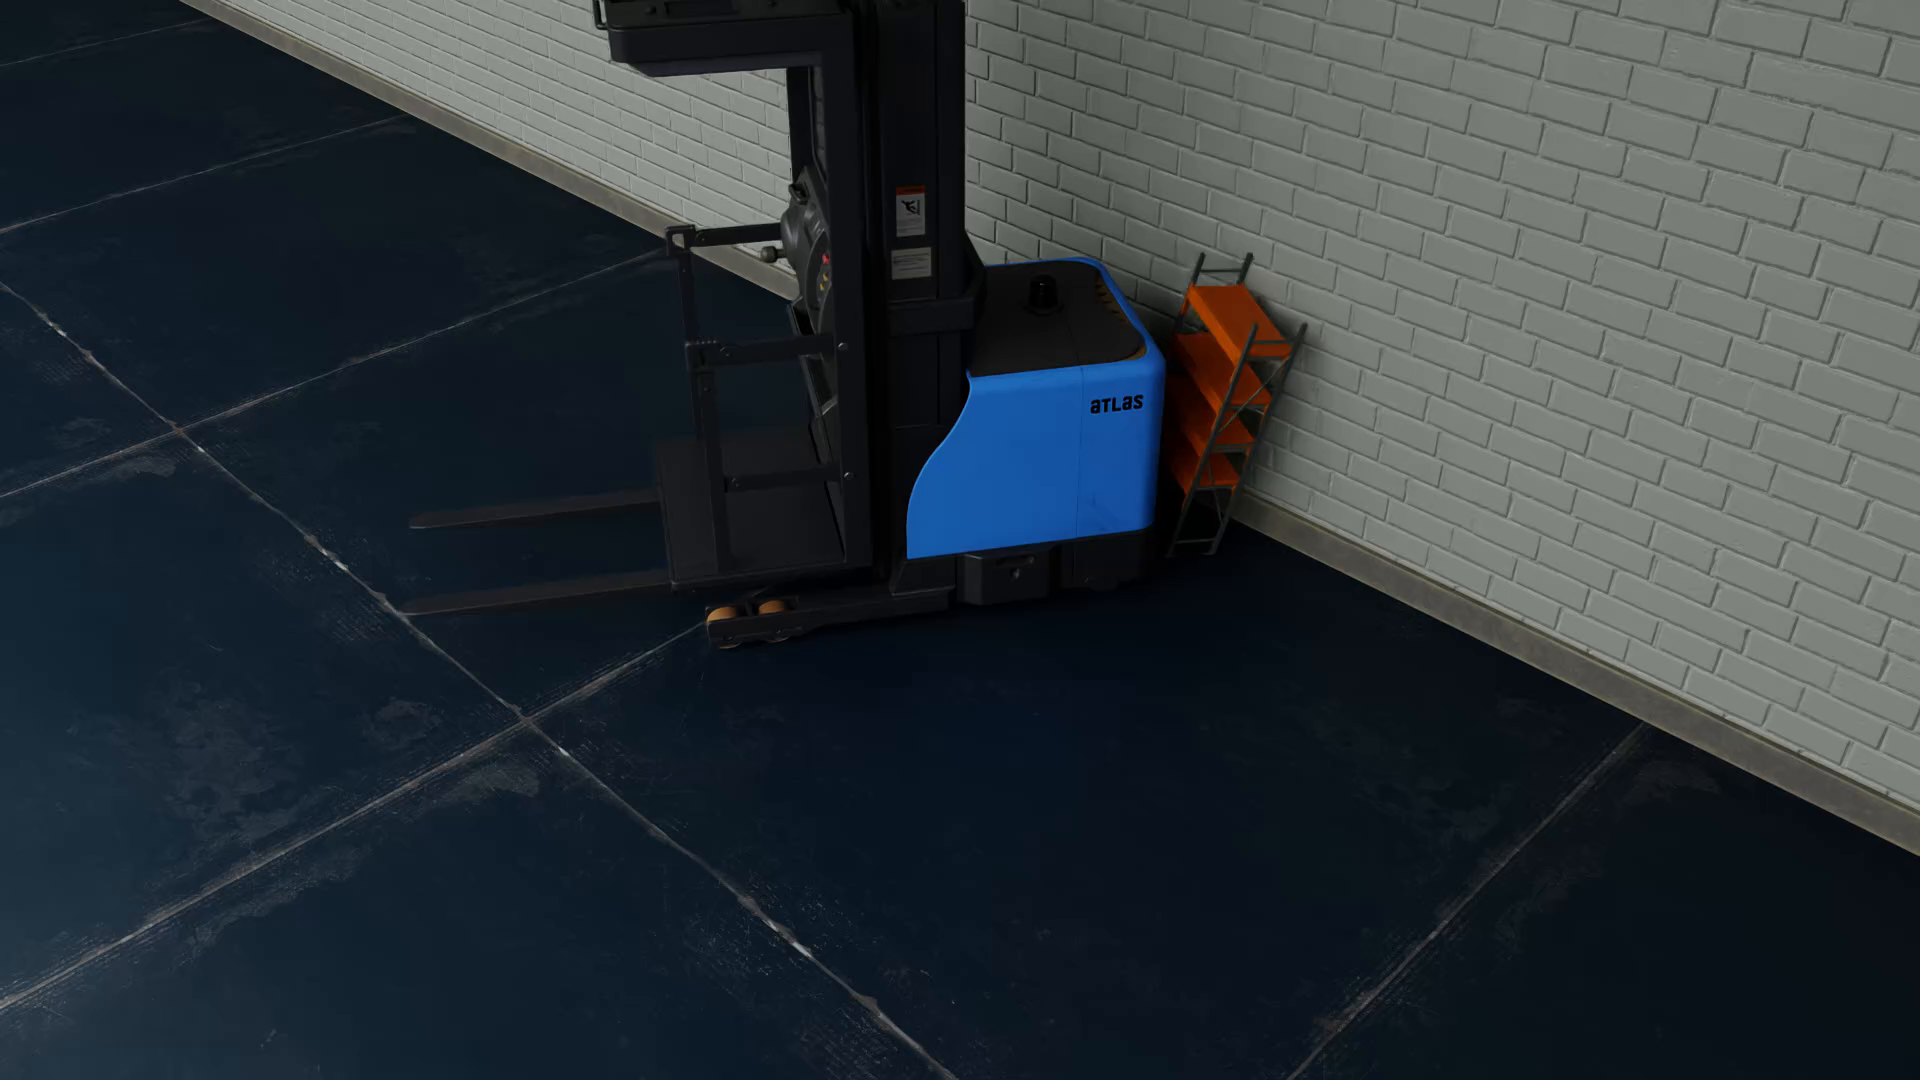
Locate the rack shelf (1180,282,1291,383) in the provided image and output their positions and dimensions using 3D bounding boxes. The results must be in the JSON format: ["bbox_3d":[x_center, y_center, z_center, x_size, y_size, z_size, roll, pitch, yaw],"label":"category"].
[{"bbox_3d":[1.106,-0.833,6.641,0.258,0.148,0.480,-4,44,-22],"label":"rack shelf"}]

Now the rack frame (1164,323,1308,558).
[{"bbox_3d":[1.104,-0.379,6.729,0.240,1.200,0.015,-4,44,-22],"label":"rack frame"}]

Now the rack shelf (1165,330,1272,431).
[{"bbox_3d":[1.058,-0.658,6.793,0.258,0.148,0.480,-4,44,-22],"label":"rack shelf"}]

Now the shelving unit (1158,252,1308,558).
[{"bbox_3d":[1.027,-0.543,6.893,0.258,1.200,0.503,-4,44,-22],"label":"shelving unit"}]

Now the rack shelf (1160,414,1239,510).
[{"bbox_3d":[0.973,-0.346,7.064,0.258,0.148,0.480,-4,44,-22],"label":"rack shelf"}]

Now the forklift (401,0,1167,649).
[{"bbox_3d":[-0.758,-1.101,6.267,3.031,2.935,1.130,-7,36,-10],"label":"forklift"}]

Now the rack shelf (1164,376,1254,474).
[{"bbox_3d":[1.013,-0.493,6.936,0.258,0.148,0.480,-4,44,-22],"label":"rack shelf"}]

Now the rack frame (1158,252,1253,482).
[{"bbox_3d":[0.950,-0.706,7.057,0.240,1.200,0.015,-4,44,-22],"label":"rack frame"}]
